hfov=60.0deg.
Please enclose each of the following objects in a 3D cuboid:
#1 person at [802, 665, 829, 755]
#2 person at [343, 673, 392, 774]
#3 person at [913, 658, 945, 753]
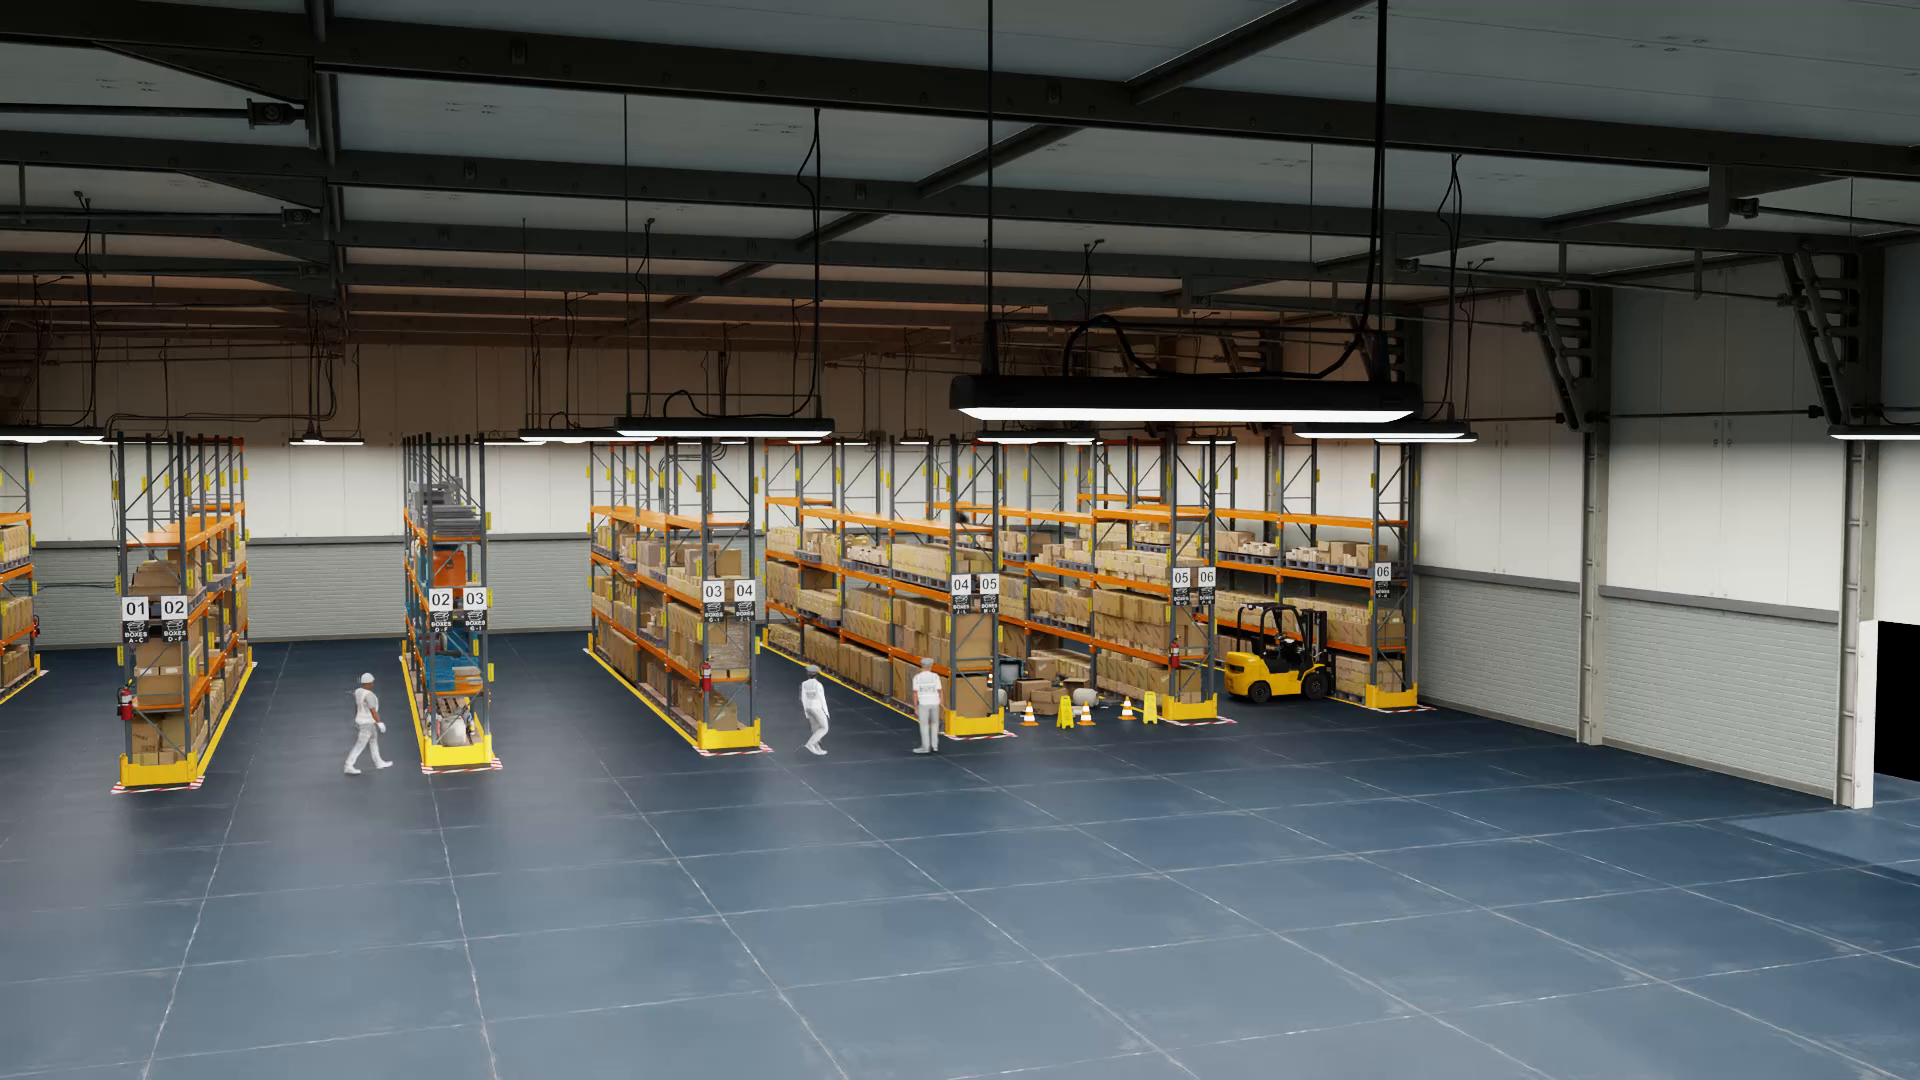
[{"bbox_3d":[-2.682,3.166,30.907,0.504,1.681,0.497,-2,4,-34],"label":"person"},{"bbox_3d":[-10.450,3.222,29.340,0.921,1.760,0.650,-2,4,-31],"label":"person"},{"bbox_3d":[-0.583,3.118,31.234,0.612,1.806,0.434,-1,3,-13],"label":"person"}]
